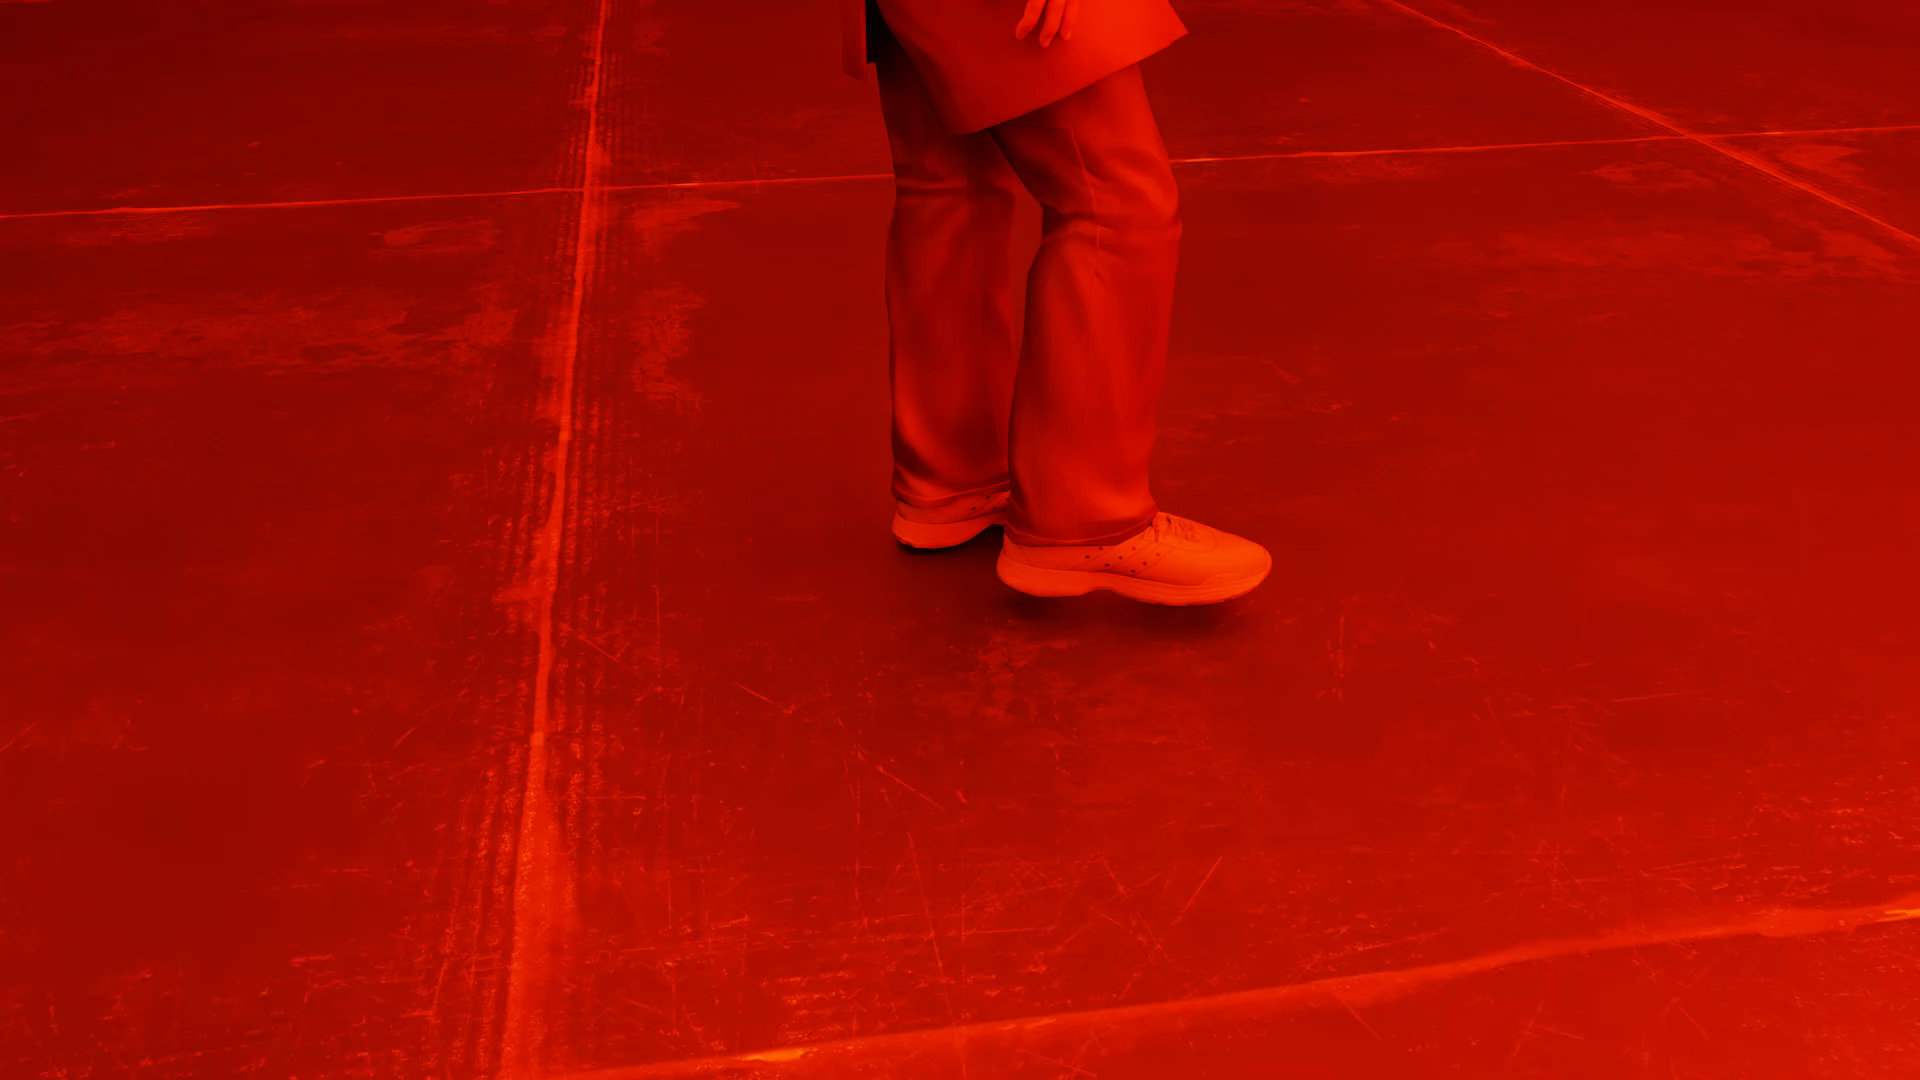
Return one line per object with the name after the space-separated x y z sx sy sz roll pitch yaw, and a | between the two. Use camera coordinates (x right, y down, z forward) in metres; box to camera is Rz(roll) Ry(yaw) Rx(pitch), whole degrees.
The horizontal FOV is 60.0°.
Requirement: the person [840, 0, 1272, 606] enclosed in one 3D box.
0.092 -0.798 2.090 0.580 1.779 0.698 -5 28 -9 | person
